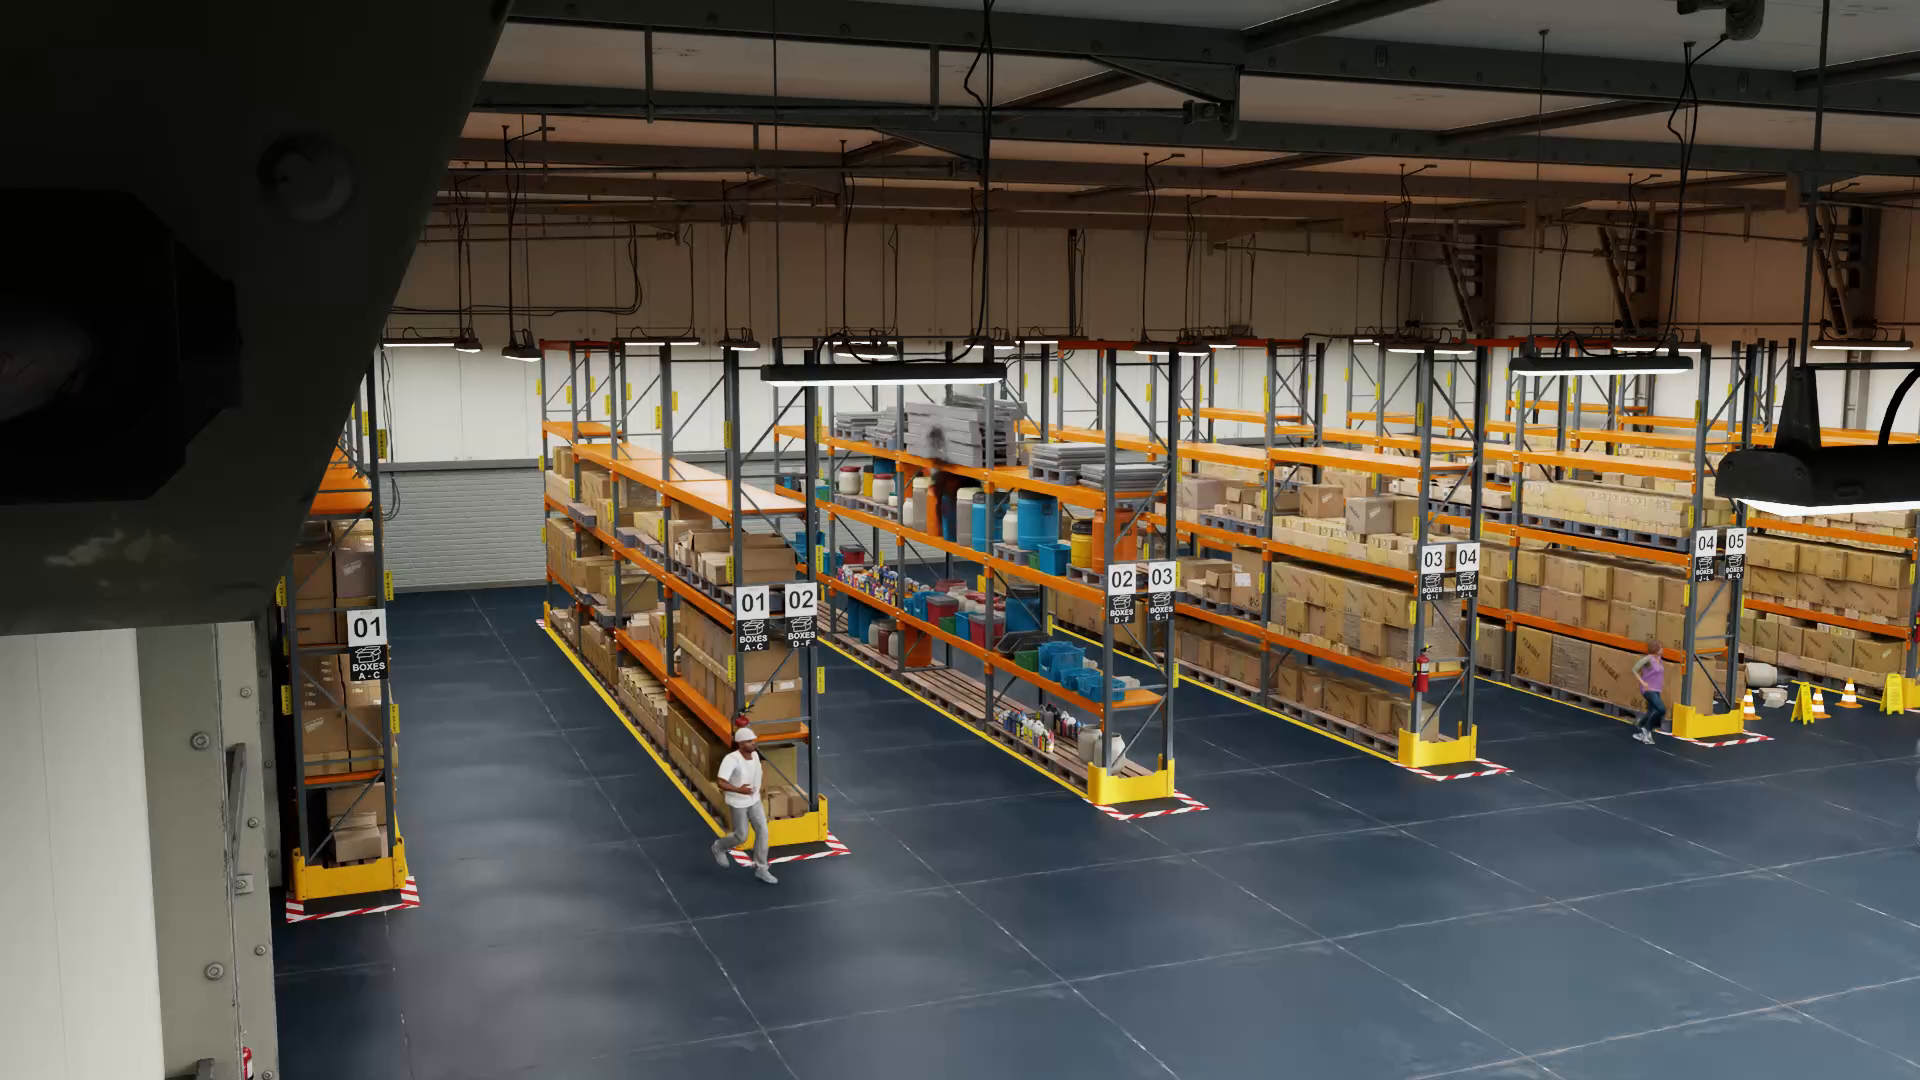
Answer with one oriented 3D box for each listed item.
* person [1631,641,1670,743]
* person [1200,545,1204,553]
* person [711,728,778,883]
[{"bbox_3d":[10.452,2.292,25.106,0.554,1.564,0.577,-5,9,-36],"label":"person"},{"bbox_3d":[5.941,0.108,41.570,0.526,1.627,0.570,-4,8,-27],"label":"person"},{"bbox_3d":[-2.464,3.004,18.987,0.891,1.760,0.737,6,9,37],"label":"person"}]
